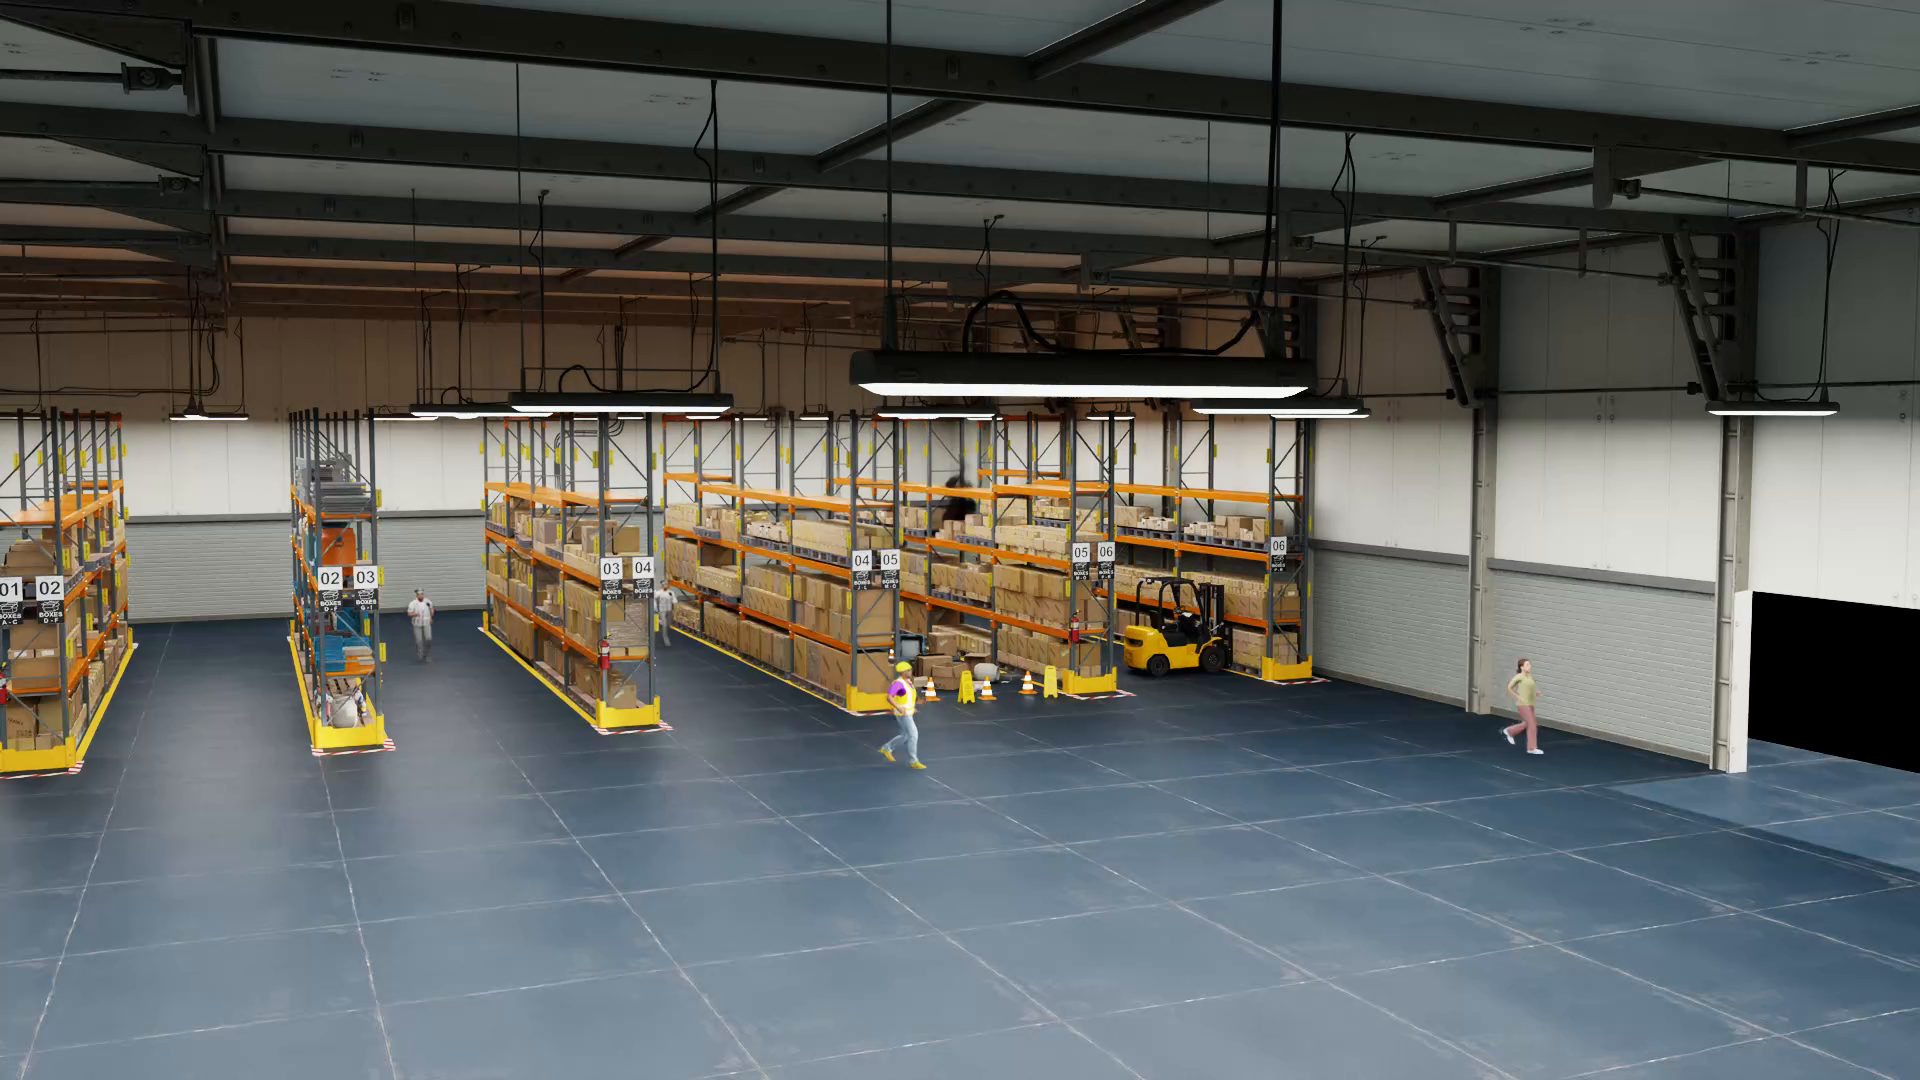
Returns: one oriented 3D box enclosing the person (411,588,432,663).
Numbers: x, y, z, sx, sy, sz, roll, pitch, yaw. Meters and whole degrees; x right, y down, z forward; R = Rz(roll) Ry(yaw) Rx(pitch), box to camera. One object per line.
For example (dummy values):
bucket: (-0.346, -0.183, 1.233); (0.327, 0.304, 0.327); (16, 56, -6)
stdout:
person: (-12.946, 2.059, 39.941); (0.452, 1.839, 0.655); (-2, 4, -26)

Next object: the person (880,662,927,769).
person: (-0.948, 2.903, 27.630); (0.826, 1.770, 0.701); (1, 4, 11)

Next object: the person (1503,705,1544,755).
person: (9.807, 3.209, 28.955); (0.356, 0.967, 0.820); (-3, 5, -40)

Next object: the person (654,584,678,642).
person: (-7.637, 1.830, 43.020); (0.595, 1.566, 0.773); (-2, 4, -27)
